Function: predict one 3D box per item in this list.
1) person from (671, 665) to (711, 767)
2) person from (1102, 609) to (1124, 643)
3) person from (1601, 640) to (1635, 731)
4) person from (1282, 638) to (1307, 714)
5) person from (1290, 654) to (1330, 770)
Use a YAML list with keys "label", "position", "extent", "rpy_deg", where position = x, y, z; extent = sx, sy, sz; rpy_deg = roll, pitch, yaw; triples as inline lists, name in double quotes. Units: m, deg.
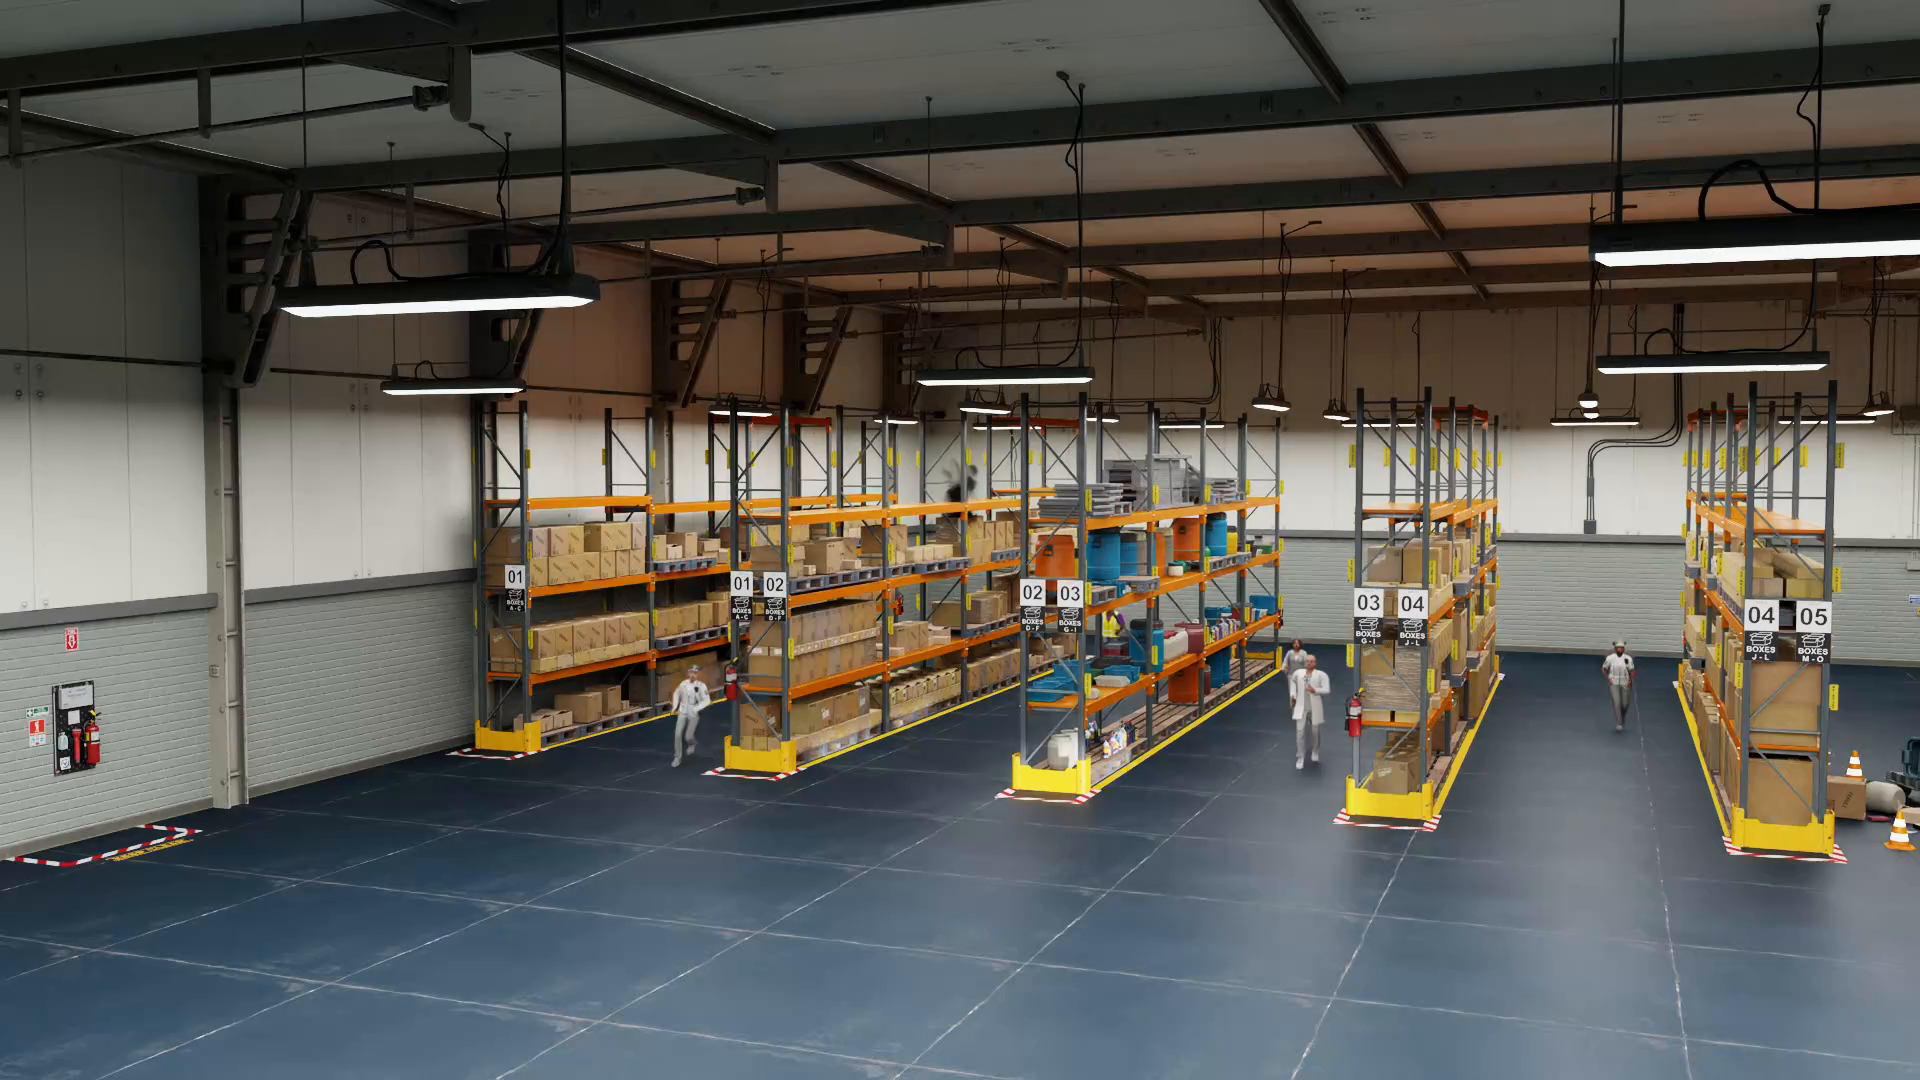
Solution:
- label: "person"
  position: [-4.425, 2.863, 27.333]
  extent: [0.656, 1.657, 0.708]
  rpy_deg: [0, 3, 9]
- label: "person"
  position: [3.479, 2.260, 38.715]
  extent: [0.704, 1.720, 0.694]
  rpy_deg: [1, 3, 14]
- label: "person"
  position: [12.197, 2.670, 30.818]
  extent: [0.587, 1.672, 0.601]
  rpy_deg: [1, 3, 15]
- label: "person"
  position: [6.497, 2.663, 32.124]
  extent: [0.526, 1.549, 0.594]
  rpy_deg: [1, 3, 15]
- label: "person"
  position: [5.703, 2.778, 27.143]
  extent: [0.682, 1.828, 0.926]
  rpy_deg: [1, 3, 19]
